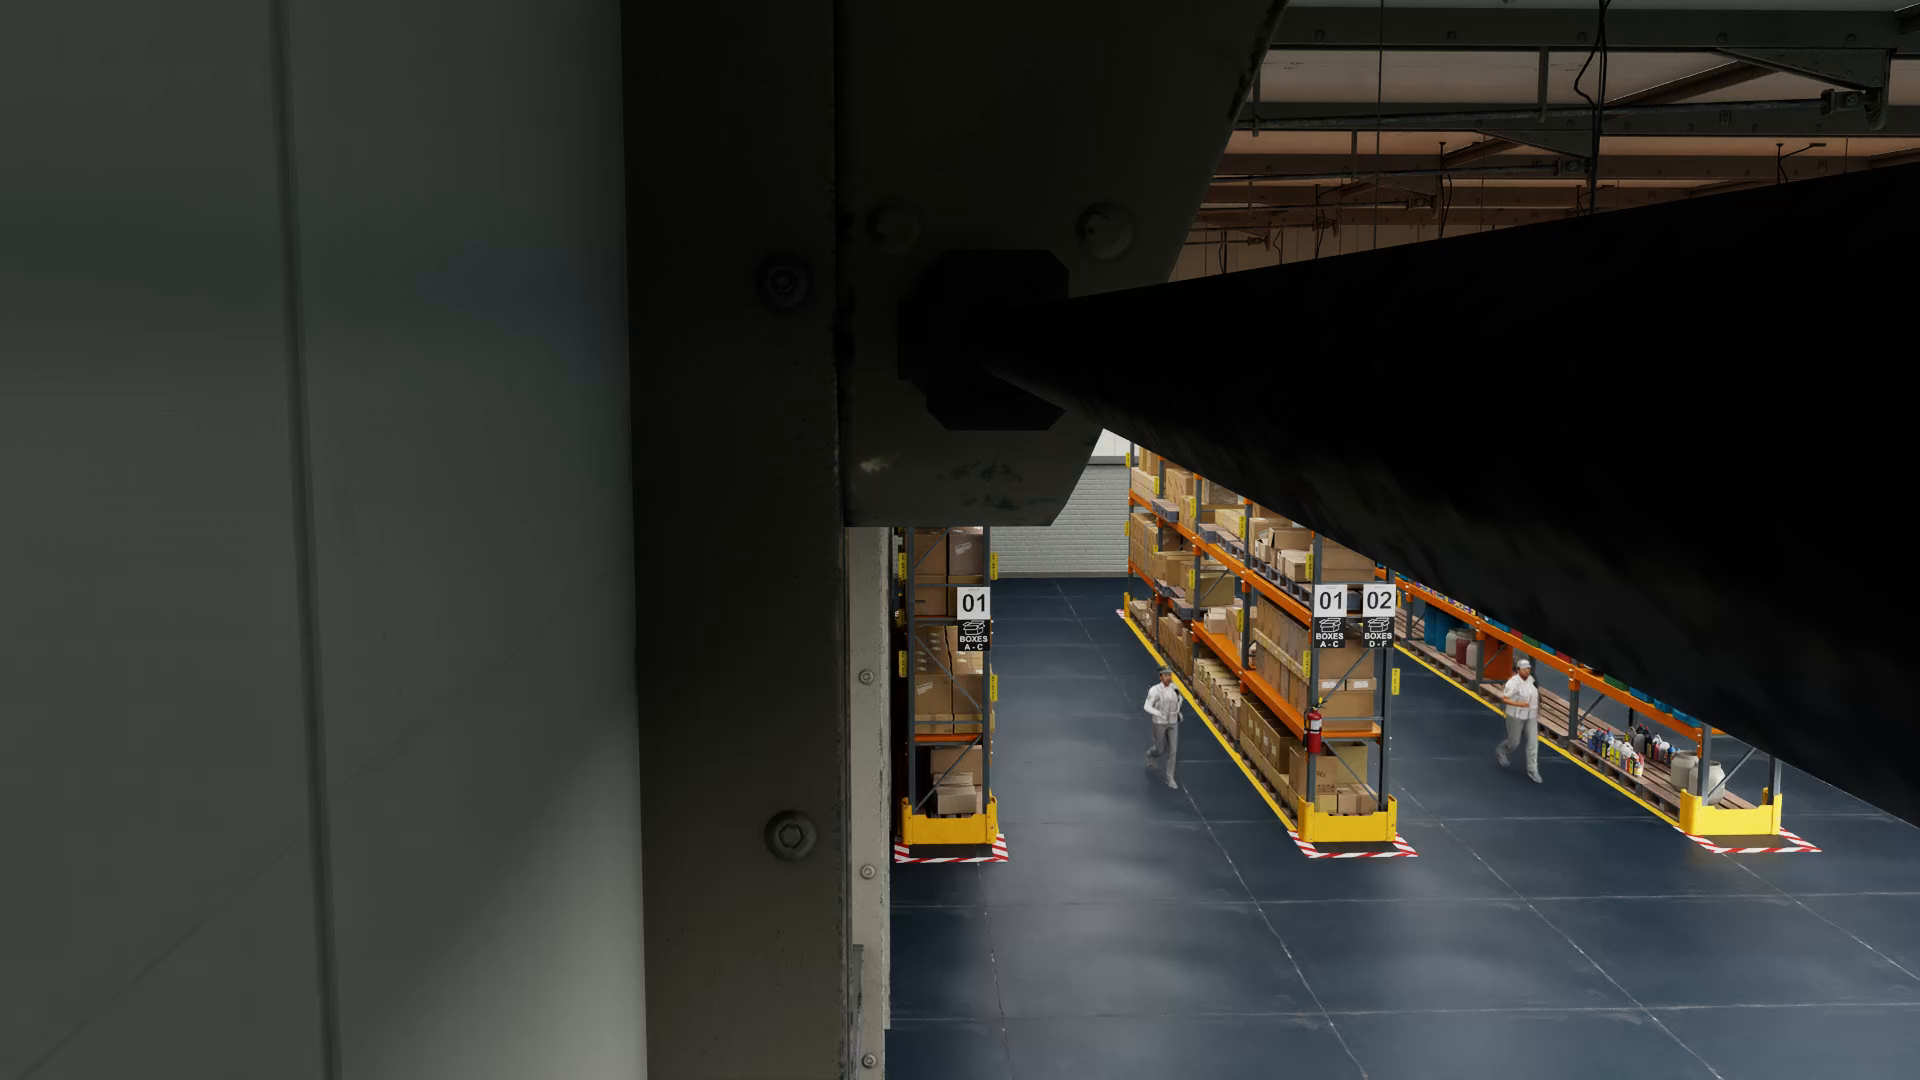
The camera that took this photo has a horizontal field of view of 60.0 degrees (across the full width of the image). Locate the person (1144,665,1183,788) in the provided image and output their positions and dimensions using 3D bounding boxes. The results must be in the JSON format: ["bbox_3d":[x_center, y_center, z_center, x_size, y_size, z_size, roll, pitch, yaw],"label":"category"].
[{"bbox_3d":[2.841,2.540,23.078,0.586,1.669,0.890,-2,8,-14],"label":"person"}]

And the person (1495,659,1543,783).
[{"bbox_3d":[7.905,2.507,23.425,0.606,1.656,0.924,-2,8,-14],"label":"person"}]
